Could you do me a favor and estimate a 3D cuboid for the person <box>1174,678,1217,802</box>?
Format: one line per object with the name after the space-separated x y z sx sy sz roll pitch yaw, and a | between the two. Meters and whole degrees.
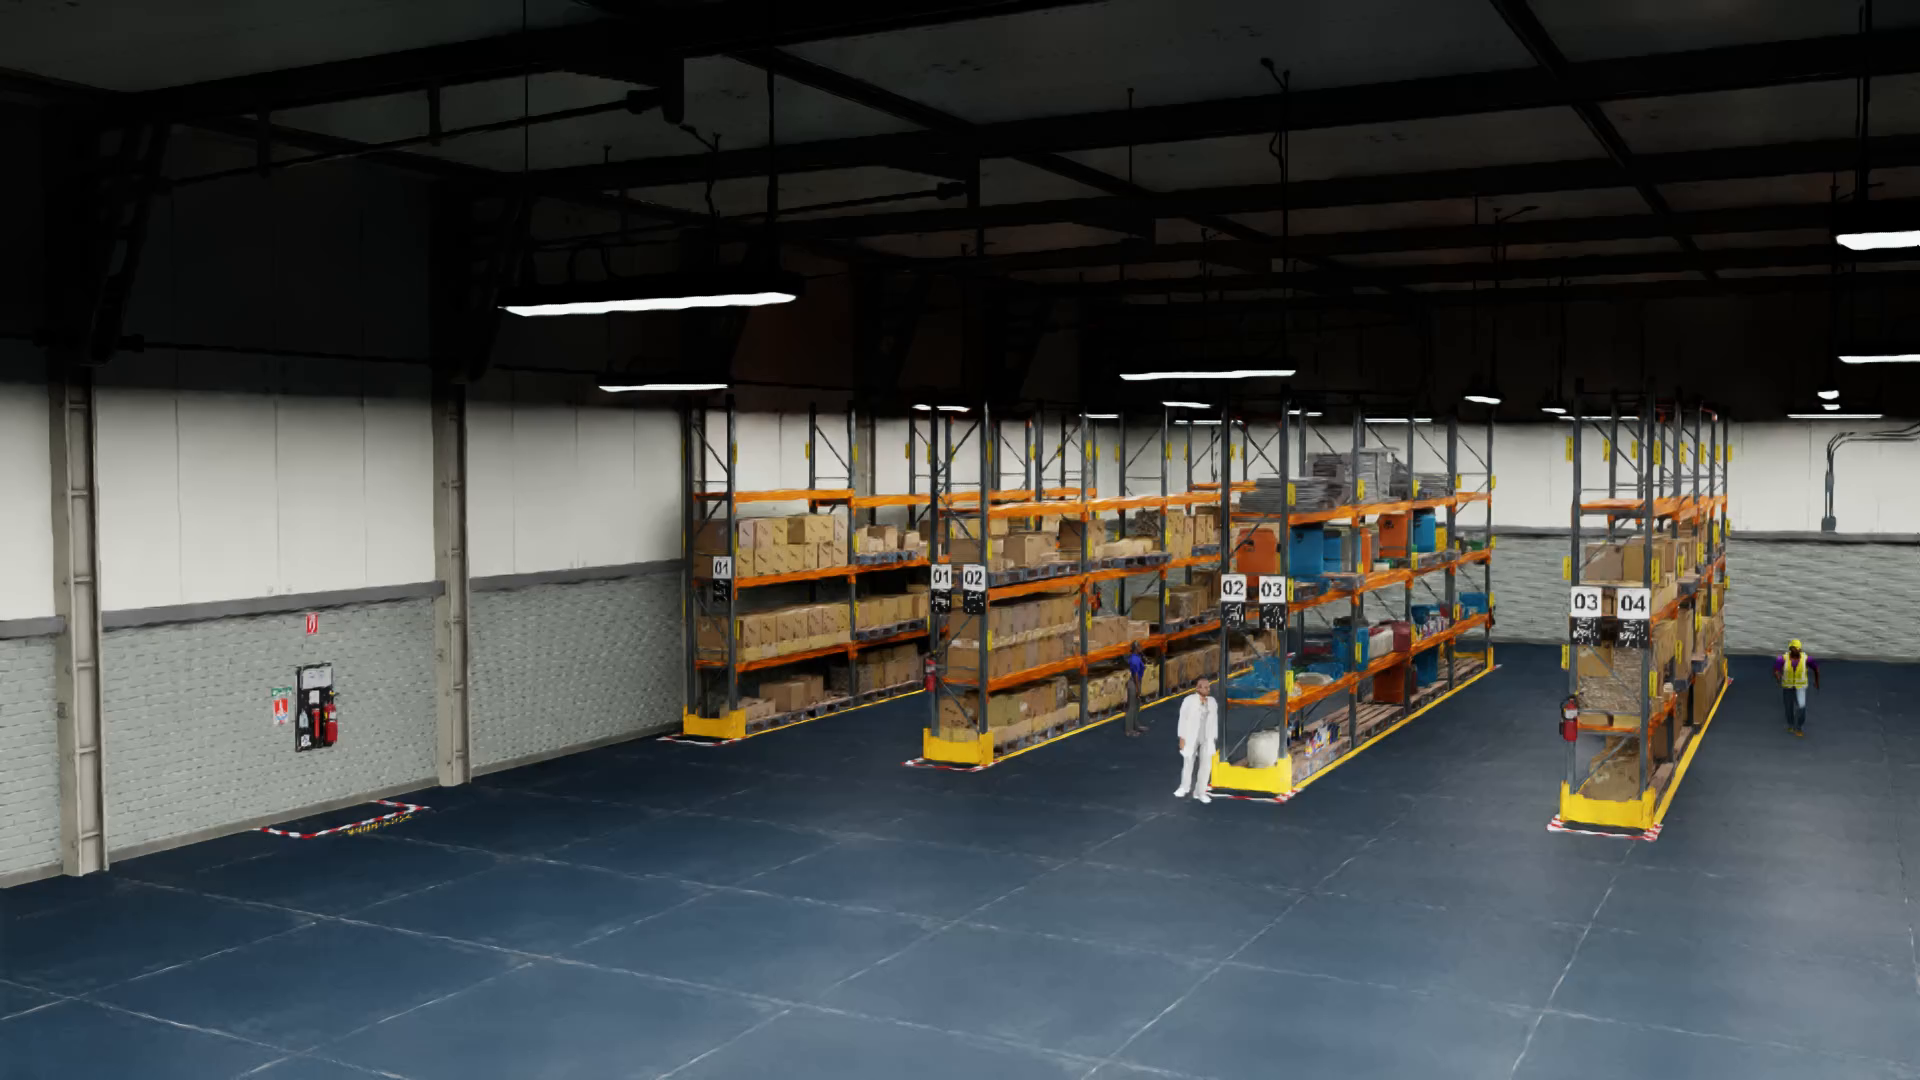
3.412 2.860 23.991 0.614 1.767 0.628 -1 3 -11 | person

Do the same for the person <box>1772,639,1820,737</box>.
14.836 2.595 29.535 0.734 1.697 0.856 2 4 33 | person

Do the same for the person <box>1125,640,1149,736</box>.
3.142 2.613 29.465 0.440 1.655 0.551 0 3 2 | person
